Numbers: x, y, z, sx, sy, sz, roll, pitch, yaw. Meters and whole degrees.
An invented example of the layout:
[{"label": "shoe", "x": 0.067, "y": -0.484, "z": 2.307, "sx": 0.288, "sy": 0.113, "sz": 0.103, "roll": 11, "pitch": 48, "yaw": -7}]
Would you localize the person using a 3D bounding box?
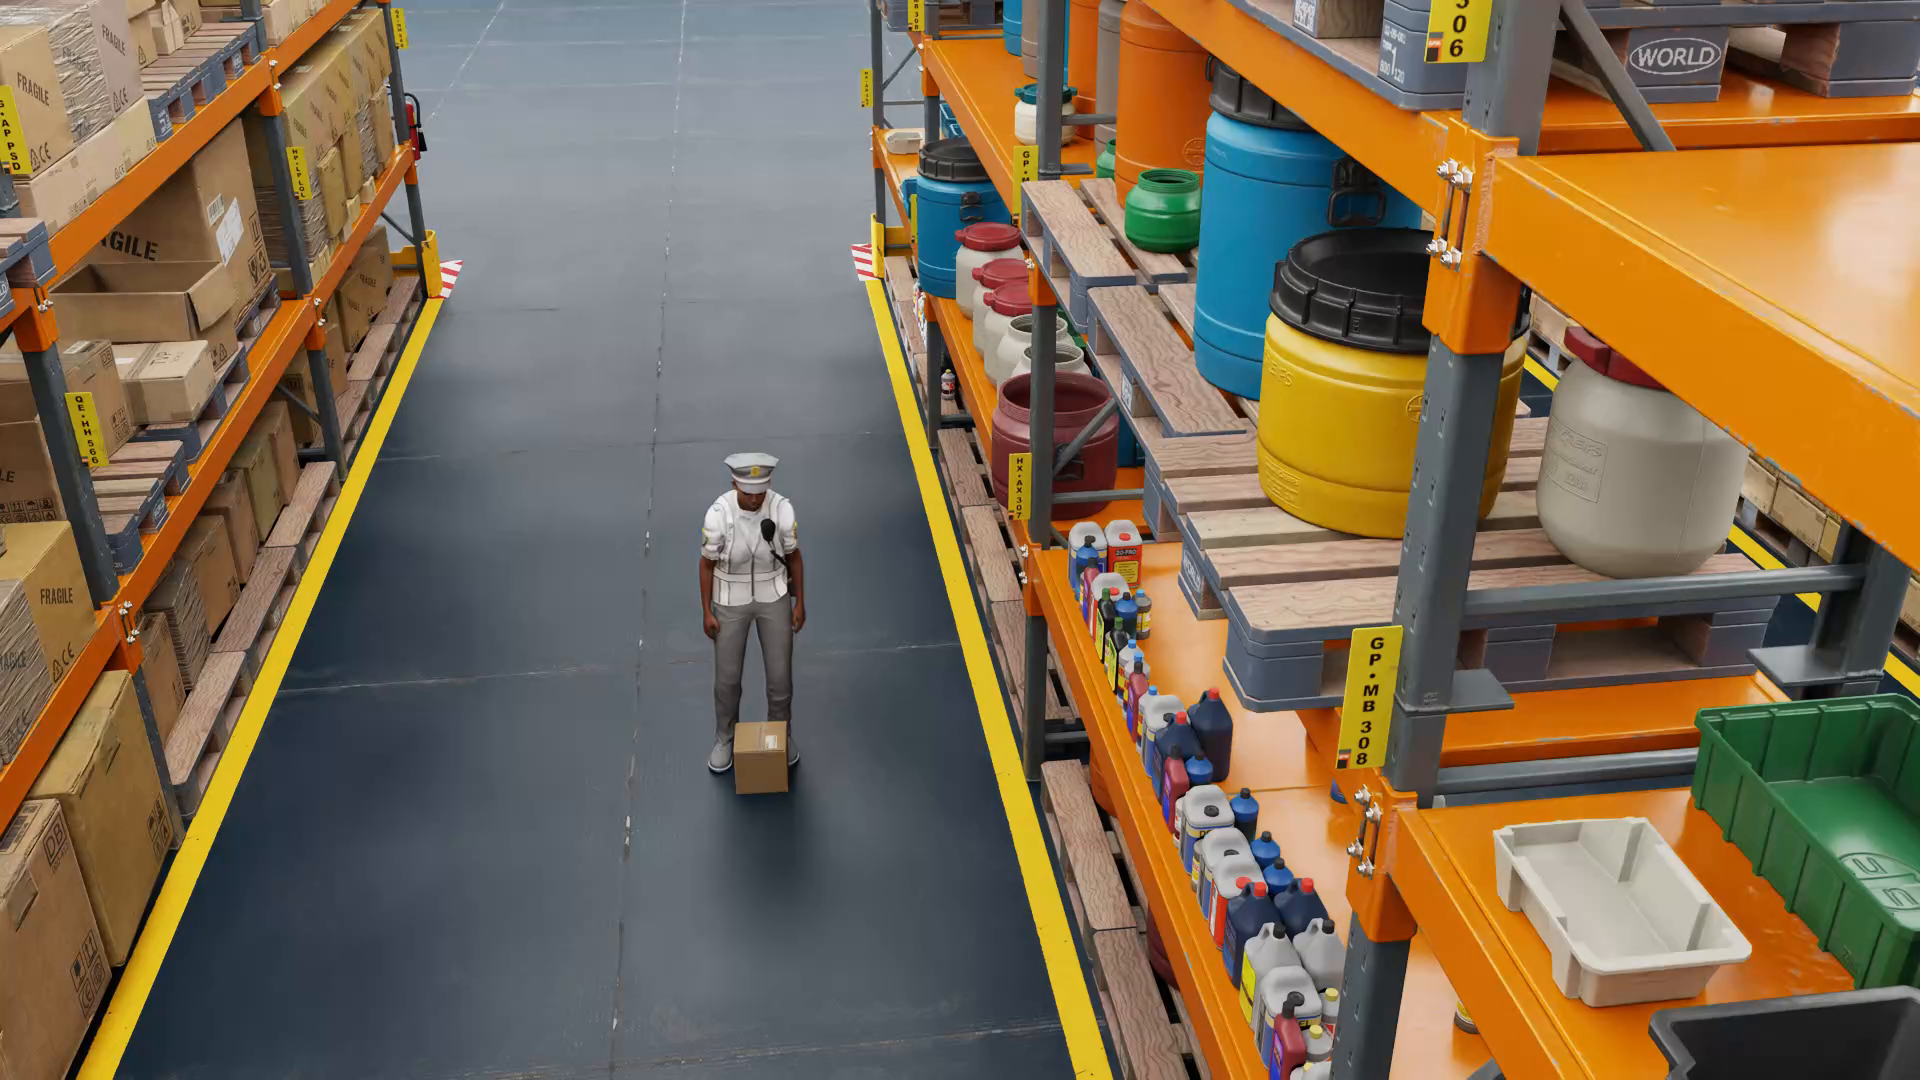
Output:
[{"label": "person", "x": -1.004, "y": 0.325, "z": 7.987, "sx": 0.531, "sy": 1.661, "sz": 0.397, "roll": -5, "pitch": 28, "yaw": -10}]
